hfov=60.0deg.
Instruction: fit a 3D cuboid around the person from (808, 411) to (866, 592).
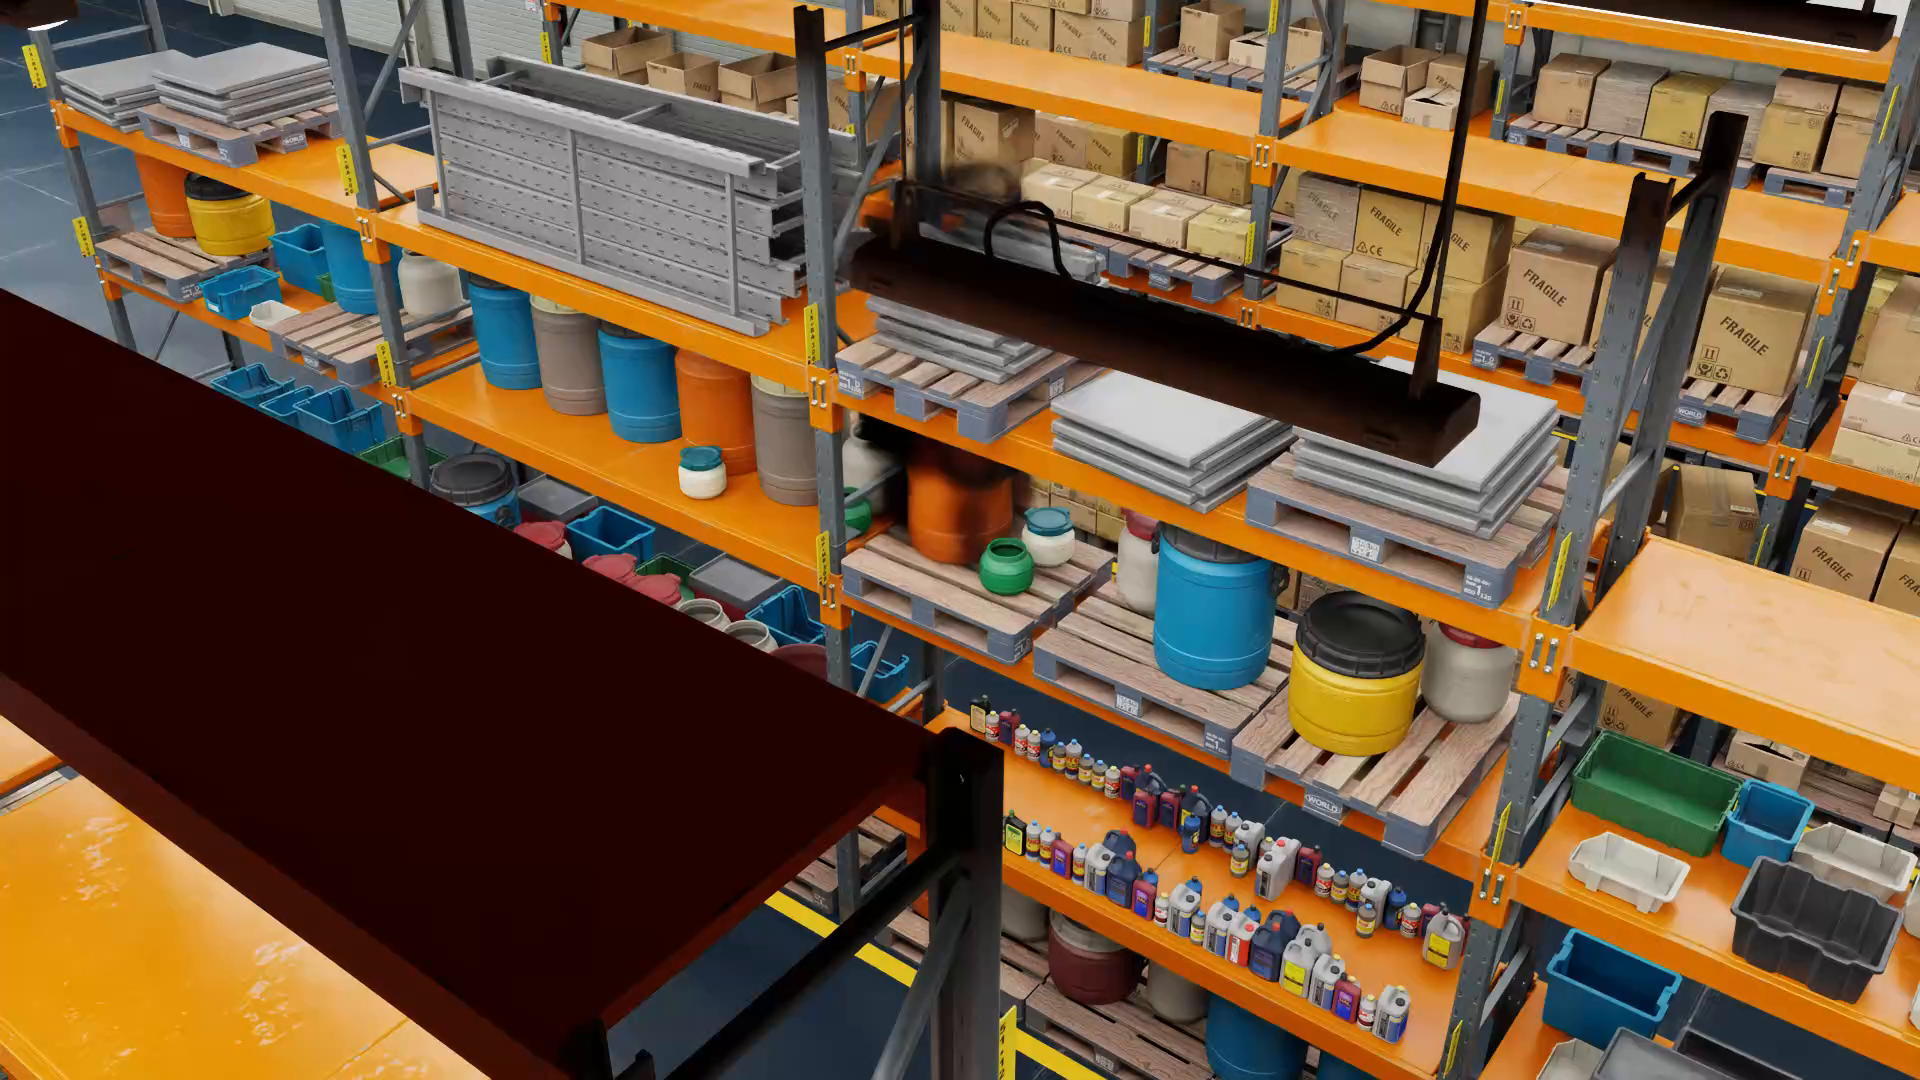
[{"bbox_3d":[-0.911,-0.298,14.127,0.799,1.765,0.718,10,33,15],"label":"person"}]
